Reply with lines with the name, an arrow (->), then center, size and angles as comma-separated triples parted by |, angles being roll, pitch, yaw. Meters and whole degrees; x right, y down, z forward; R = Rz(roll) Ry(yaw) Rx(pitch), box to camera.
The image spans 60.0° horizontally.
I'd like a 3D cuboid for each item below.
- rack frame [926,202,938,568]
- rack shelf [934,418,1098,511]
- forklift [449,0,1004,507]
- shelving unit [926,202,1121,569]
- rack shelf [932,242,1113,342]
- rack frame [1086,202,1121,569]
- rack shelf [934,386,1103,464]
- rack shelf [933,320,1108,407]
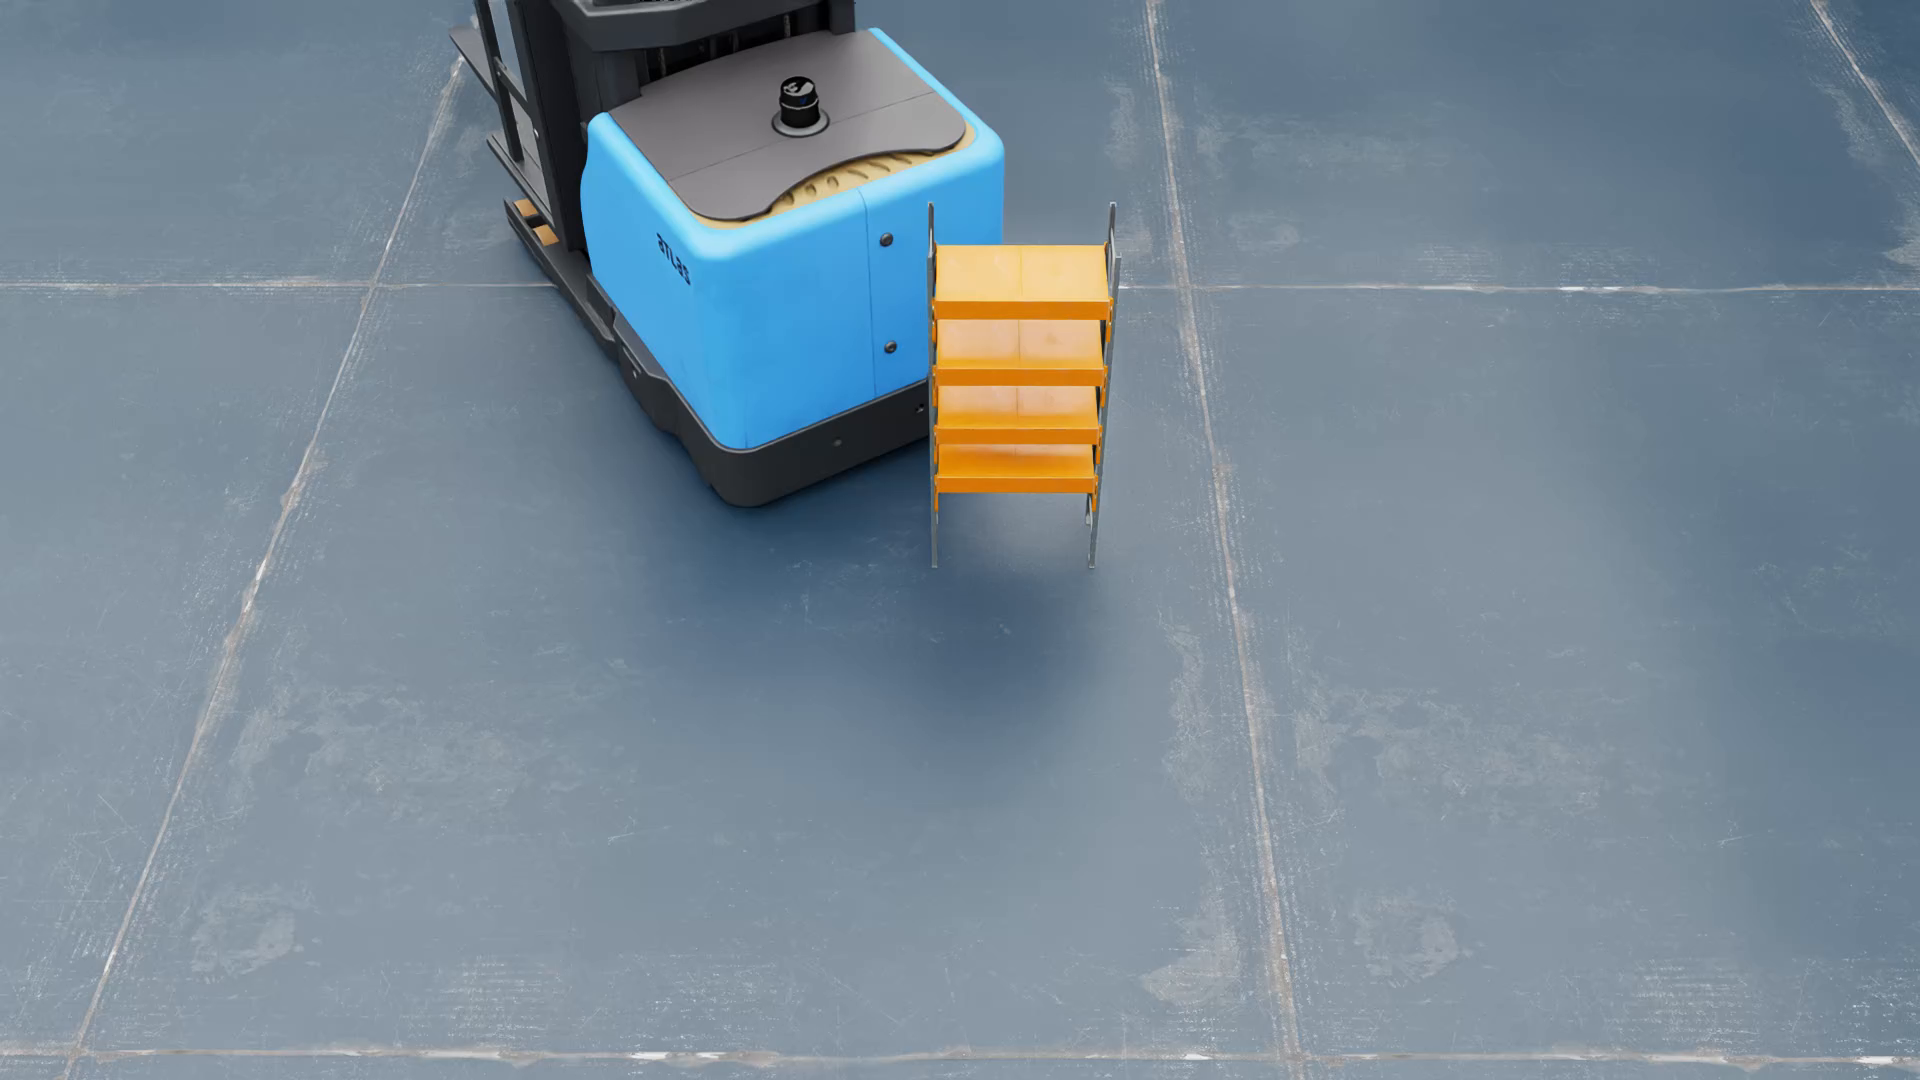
rack frame -> -0.078, -0.409, 4.811 | 0.015, 1.200, 0.240 | 0, 47, 0
rack shelf -> 0.166, -0.227, 5.005 | 0.480, 0.148, 0.258 | 0, 47, 0
forklift -> -1.052, -2.169, 5.267 | 1.130, 2.935, 3.031 | -24, 52, -21
shelving unit -> 0.166, -0.408, 4.810 | 0.503, 1.200, 0.258 | 0, 47, 0
rack shelf -> 0.166, -0.676, 4.523 | 0.480, 0.148, 0.258 | 0, 47, 0
rack frame -> 0.410, -0.408, 4.810 | 0.015, 1.200, 0.240 | 0, 47, 0
rack shelf -> 0.166, -0.363, 4.860 | 0.480, 0.148, 0.258 | 0, 47, 0
rack shelf -> 0.166, -0.515, 4.696 | 0.480, 0.148, 0.258 | 0, 47, 0
